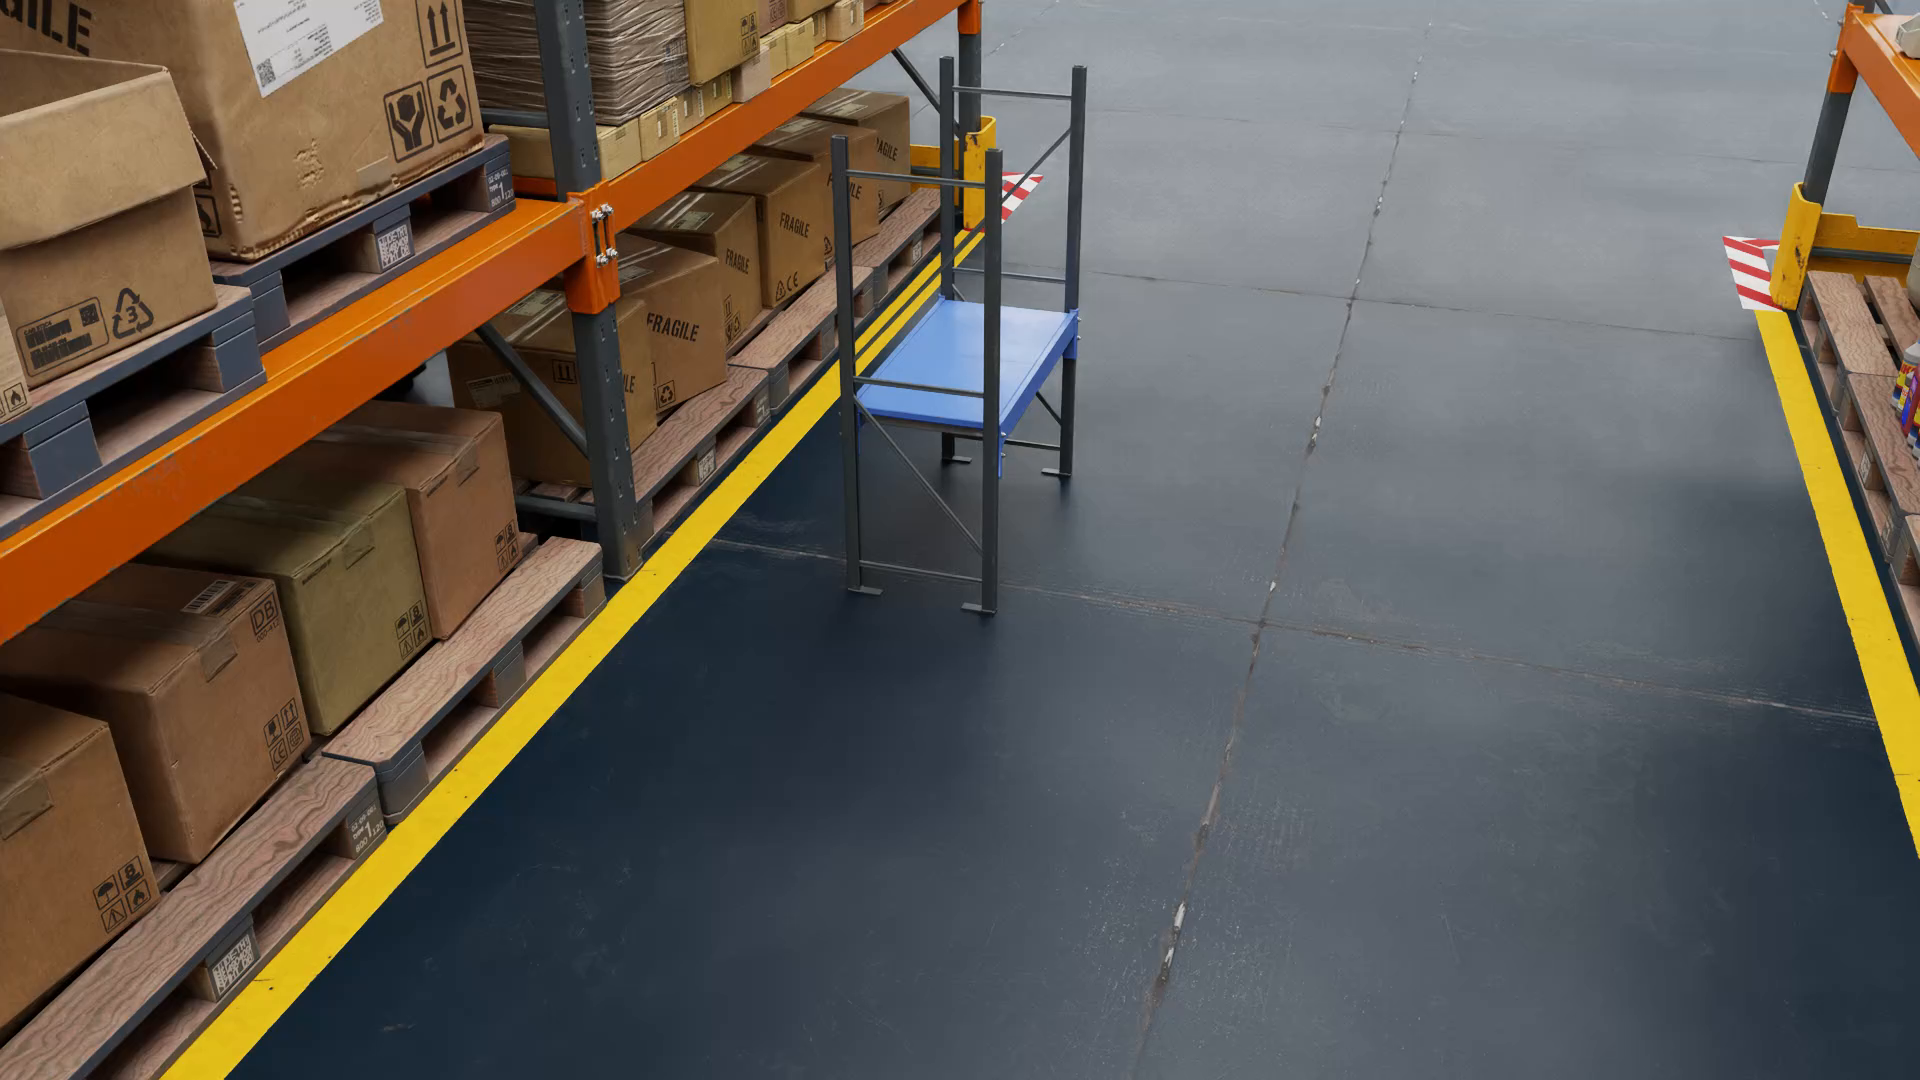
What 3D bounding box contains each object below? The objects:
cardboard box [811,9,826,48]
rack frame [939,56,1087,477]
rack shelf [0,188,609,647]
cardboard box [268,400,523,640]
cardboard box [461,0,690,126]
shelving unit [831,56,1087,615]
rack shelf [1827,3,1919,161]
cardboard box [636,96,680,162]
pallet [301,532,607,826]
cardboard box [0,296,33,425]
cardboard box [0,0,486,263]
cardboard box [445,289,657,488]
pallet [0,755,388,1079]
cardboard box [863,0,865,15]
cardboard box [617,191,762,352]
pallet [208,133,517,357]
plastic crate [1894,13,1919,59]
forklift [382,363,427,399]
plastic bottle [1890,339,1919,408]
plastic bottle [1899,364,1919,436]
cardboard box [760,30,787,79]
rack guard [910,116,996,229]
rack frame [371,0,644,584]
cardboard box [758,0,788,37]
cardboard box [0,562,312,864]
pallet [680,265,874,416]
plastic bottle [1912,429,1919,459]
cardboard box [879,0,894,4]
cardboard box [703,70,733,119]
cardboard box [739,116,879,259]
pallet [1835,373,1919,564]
[{"bbox_3d":[-0.751,-2.034,6.580,0.380,0.149,0.250,8,30,15],"label":"cardboard box"},{"bbox_3d":[0.174,-0.931,5.881,0.500,1.500,0.032,8,30,15],"label":"rack frame"},{"bbox_3d":[-2.146,-0.022,3.443,1.077,0.370,4.000,8,30,15],"label":"rack shelf"},{"bbox_3d":[-1.760,-0.083,4.932,0.700,0.500,0.500,6,30,11],"label":"cardboard box"},{"bbox_3d":[-1.368,-1.639,5.202,0.875,0.500,0.500,8,30,15],"label":"cardboard box"},{"bbox_3d":[0.025,-0.695,5.457,0.538,1.500,1.048,8,30,15],"label":"shelving unit"},{"bbox_3d":[3.762,-1.174,5.514,1.077,0.370,4.000,8,30,15],"label":"rack shelf"},{"bbox_3d":[-1.123,-1.327,5.308,0.380,0.149,0.250,8,30,15],"label":"cardboard box"},{"bbox_3d":[-1.786,0.315,4.966,1.003,0.211,1.213,8,30,15],"label":"pallet"},{"bbox_3d":[-2.022,-0.270,2.873,0.500,0.250,0.500,8,30,13],"label":"cardboard box"},{"bbox_3d":[-1.926,-1.362,4.063,1.000,1.000,1.000,9,30,15],"label":"cardboard box"},{"bbox_3d":[-1.404,-0.537,5.768,0.500,0.500,0.500,8,30,13],"label":"cardboard box"},{"bbox_3d":[-2.143,0.884,3.944,1.003,0.211,1.213,8,30,15],"label":"pallet"},{"bbox_3d":[-0.623,-2.269,7.002,0.380,0.149,0.250,8,30,15],"label":"cardboard box"},{"bbox_3d":[-1.136,-1.104,6.788,0.500,0.500,0.500,6,30,10],"label":"cardboard box"},{"bbox_3d":[-1.923,-0.847,4.384,1.003,0.211,1.213,8,30,15],"label":"pallet"},{"bbox_3d":[3.779,-1.932,6.409,0.298,0.136,0.250,8,30,15],"label":"plastic crate"},{"bbox_3d":[-3.105,-1.324,5.115,1.130,2.935,3.031,8,30,14],"label":"forklift"},{"bbox_3d":[3.519,-0.619,6.132,0.097,0.271,0.097,0,29,0],"label":"plastic bottle"},{"bbox_3d":[3.436,-0.522,5.944,0.061,0.283,0.133,9,30,16],"label":"plastic bottle"},{"bbox_3d":[-0.865,-1.797,6.153,0.380,0.149,0.250,8,30,15],"label":"cardboard box"},{"bbox_3d":[-0.408,-1.997,8.825,1.175,0.500,0.348,8,30,15],"label":"rack guard"},{"bbox_3d":[-1.559,-1.265,4.939,1.000,3.000,0.127,8,30,15],"label":"rack frame"},{"bbox_3d":[-1.137,-2.113,6.055,0.875,0.500,0.500,8,30,15],"label":"cardboard box"},{"bbox_3d":[-2.082,0.396,4.071,0.700,0.500,0.500,6,30,11],"label":"cardboard box"},{"bbox_3d":[-1.040,-0.933,7.210,1.003,0.211,1.213,8,30,15],"label":"pallet"},{"bbox_3d":[3.389,-0.414,5.762,0.097,0.271,0.097,0,29,0],"label":"plastic bottle"},{"bbox_3d":[-0.458,-2.499,7.415,0.380,0.149,0.250,8,30,15],"label":"cardboard box"},{"bbox_3d":[-1.012,-1.565,5.735,0.380,0.149,0.250,8,30,15],"label":"cardboard box"},{"bbox_3d":[-0.727,-1.645,7.761,0.500,0.500,0.500,17,33,28],"label":"cardboard box"},{"bbox_3d":[3.769,-0.215,5.919,1.003,0.211,1.213,8,30,15],"label":"pallet"}]
